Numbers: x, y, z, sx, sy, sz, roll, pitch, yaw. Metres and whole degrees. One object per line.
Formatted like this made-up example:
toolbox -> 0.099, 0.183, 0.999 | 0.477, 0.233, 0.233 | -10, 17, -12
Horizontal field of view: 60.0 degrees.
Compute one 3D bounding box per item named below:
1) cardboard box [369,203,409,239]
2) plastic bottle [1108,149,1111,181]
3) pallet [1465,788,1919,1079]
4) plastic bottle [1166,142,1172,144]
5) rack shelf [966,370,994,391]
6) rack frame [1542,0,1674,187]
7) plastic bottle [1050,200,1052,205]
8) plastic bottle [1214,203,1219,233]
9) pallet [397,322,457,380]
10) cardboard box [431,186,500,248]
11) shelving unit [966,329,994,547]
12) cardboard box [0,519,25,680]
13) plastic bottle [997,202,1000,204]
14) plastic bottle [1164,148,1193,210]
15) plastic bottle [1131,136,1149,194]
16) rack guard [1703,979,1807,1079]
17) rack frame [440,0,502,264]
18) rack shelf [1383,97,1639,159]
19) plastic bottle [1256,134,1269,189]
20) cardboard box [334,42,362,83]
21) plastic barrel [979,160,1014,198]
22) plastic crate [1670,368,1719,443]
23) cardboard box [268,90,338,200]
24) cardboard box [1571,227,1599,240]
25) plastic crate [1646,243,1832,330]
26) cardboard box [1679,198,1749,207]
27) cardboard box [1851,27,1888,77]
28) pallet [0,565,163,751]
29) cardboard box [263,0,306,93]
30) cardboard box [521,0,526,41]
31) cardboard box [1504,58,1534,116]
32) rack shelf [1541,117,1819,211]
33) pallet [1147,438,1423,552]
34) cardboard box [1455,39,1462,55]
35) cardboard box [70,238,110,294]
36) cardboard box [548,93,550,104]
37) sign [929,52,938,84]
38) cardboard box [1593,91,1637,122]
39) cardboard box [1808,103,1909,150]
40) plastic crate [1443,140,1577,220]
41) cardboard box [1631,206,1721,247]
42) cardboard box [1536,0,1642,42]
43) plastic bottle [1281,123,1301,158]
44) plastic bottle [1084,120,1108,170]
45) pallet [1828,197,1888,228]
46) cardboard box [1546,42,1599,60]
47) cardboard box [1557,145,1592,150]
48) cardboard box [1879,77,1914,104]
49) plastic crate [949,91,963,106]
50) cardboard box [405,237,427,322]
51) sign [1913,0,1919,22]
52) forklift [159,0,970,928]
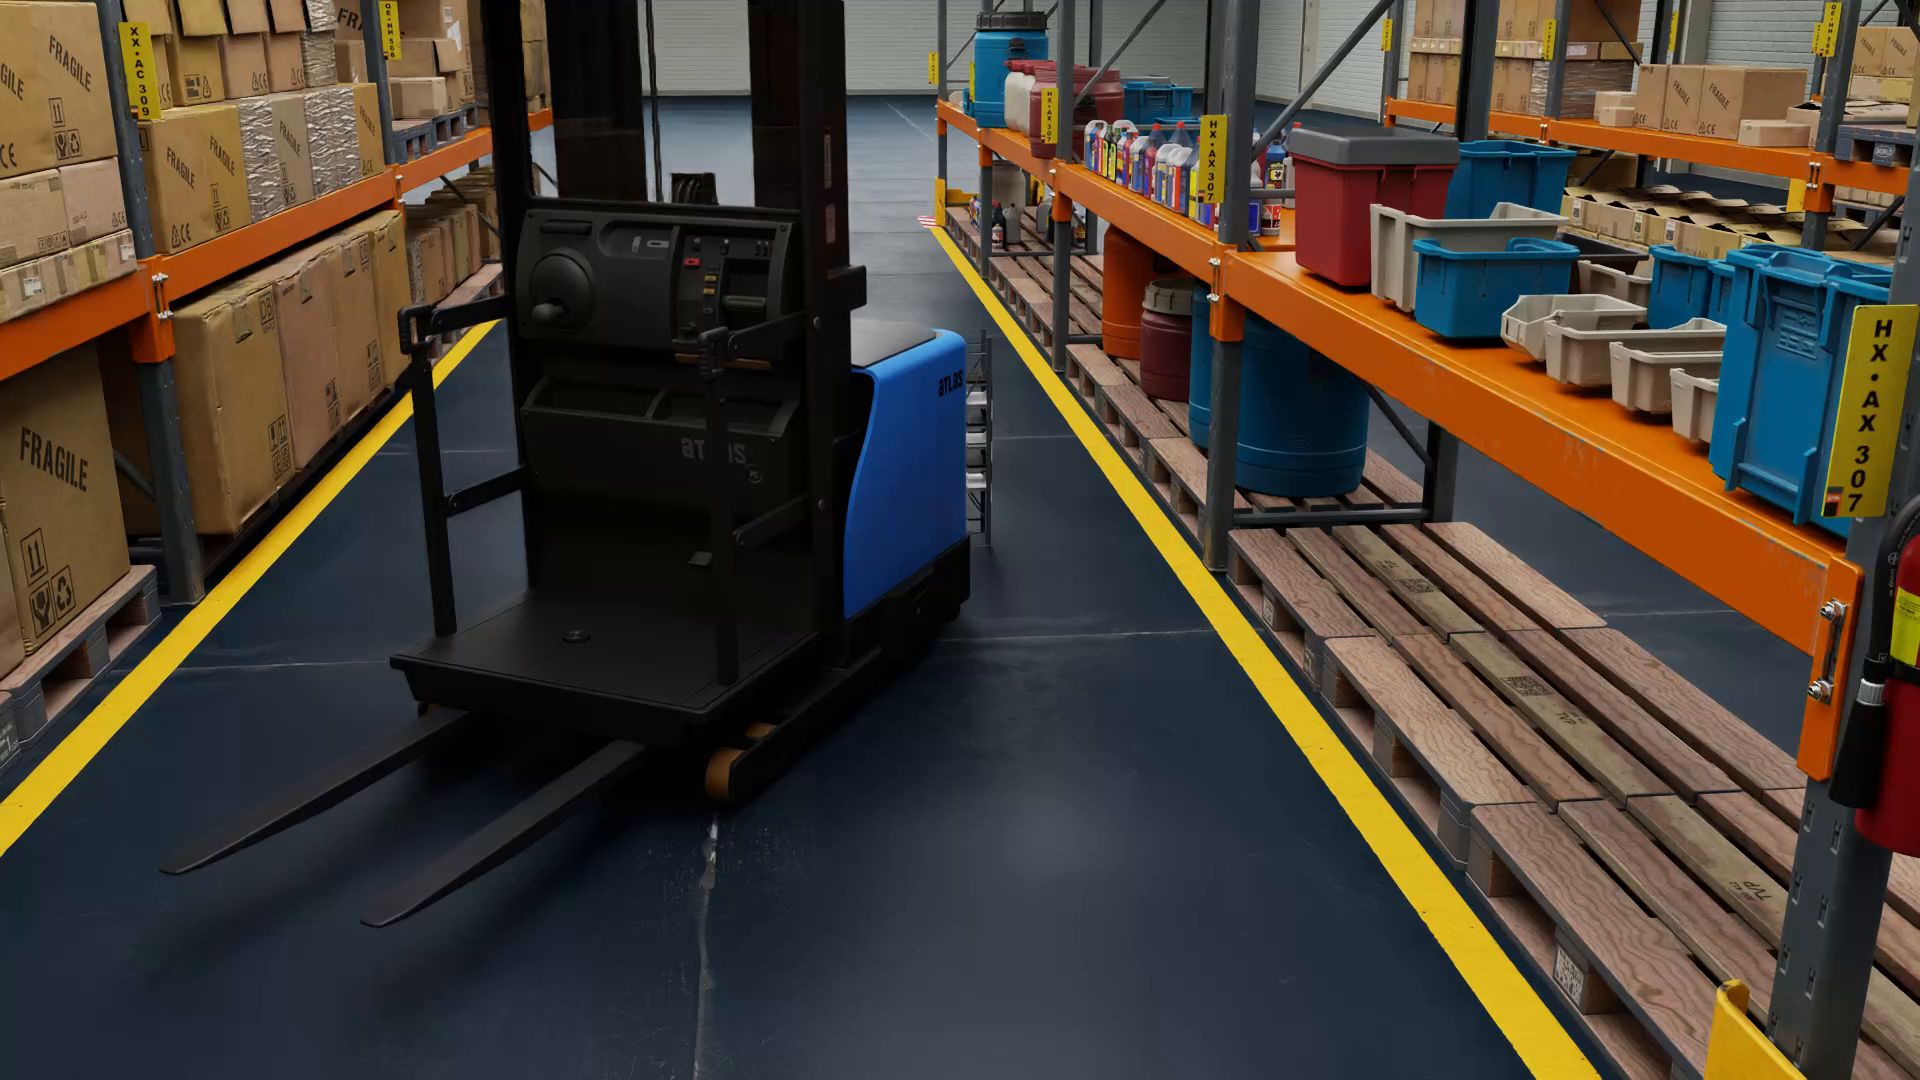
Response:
cardboard box -> -3.999, -2.097, 11.036 | 0.500, 0.250, 0.500 | 0, 17, 1
plastic bottle -> 0.860, -2.072, 9.101 | 0.097, 0.201, 0.097 | 0, 17, 0
pallet -> 1.870, 0.948, 3.804 | 1.003, 0.211, 1.213 | -2, 18, -6
plastic bottle -> 1.022, -1.817, 8.170 | 0.097, 0.271, 0.097 | 0, 17, 0
rack shelf -> 0.001, -0.653, 6.964 | 0.258, 0.077, 0.200 | -2, 18, -6
rack frame -> 5.606, -3.862, 14.472 | 1.000, 3.000, 0.127 | -2, 18, -6
plastic bottle -> 0.926, -3.148, 15.885 | 0.144, 0.351, 0.185 | -1, 17, -3
plastic bottle -> 1.102, -1.373, 6.875 | 0.097, 0.201, 0.097 | 0, 17, 0
pallet -> -3.915, -1.268, 10.864 | 1.003, 0.211, 1.213 | -2, 18, -6
cardboard box -> -4.316, -2.856, 14.738 | 0.500, 0.500, 0.500 | 4, 18, 12
shelving unit -> 0.001, -0.427, 7.035 | 0.258, 0.900, 0.210 | -2, 18, -6
cardboard box -> -3.342, 0.107, 4.675 | 0.875, 0.875, 0.875 | -2, 18, -6
plastic bottle -> 0.365, -3.013, 15.566 | 0.061, 0.283, 0.133 | -2, 18, -6
plastic bottle -> 1.038, -1.674, 7.710 | 0.152, 0.276, 0.135 | -2, 18, -6
plastic bottle -> 0.957, -1.907, 8.452 | 0.152, 0.276, 0.135 | -2, 18, -6
rack guard -> 1.932, 1.064, 2.953 | 1.175, 0.500, 0.348 | -2, 18, -6
rack frame -> -4.248, -3.557, 13.500 | 1.000, 3.000, 0.127 | -2, 18, -6
rack shelf -> 5.400, -4.115, 16.477 | 1.077, 0.370, 4.000 | -2, 18, -6
plastic bottle -> 1.551, -1.956, 8.593 | 0.061, 0.283, 0.133 | -2, 18, -6
cardboard box -> -3.931, -2.773, 10.135 | 0.500, 0.500, 0.500 | -4, 18, -12
plastic barrel -> 0.410, -3.722, 17.476 | 0.421, 0.512, 0.421 | 0, 17, 0
plastic crate -> 1.652, -0.275, 3.386 | 0.396, 0.136, 0.243 | -2, 18, -6
cardboard box -> -3.436, -1.971, 8.279 | 0.500, 0.500, 0.500 | -2, 18, -7
cardboard box -> 5.452, -2.471, 13.928 | 0.500, 0.250, 0.500 | -1, 17, -4
plastic crate -> 2.051, -0.649, 4.417 | 0.416, 0.233, 0.300 | -2, 18, -6
cardboard box -> 6.042, -2.603, 13.414 | 0.500, 0.311, 0.500 | -2, 18, -6
cardboard box -> 9.912, -5.205, 17.713 | 0.500, 0.500, 0.500 | -2, 18, -5
pallet -> -3.422, 0.386, 5.597 | 1.003, 0.211, 1.213 | -2, 18, -6
cardboard box -> -3.712, -2.479, 8.225 | 0.797, 0.503, 0.637 | -1, 17, -4
cardboard box -> -4.146, -4.664, 14.692 | 0.500, 0.500, 0.500 | -2, 18, -6
cardboard box -> 5.493, -4.199, 15.377 | 0.700, 0.500, 0.500 | -2, 18, -6
rack shelf -> 5.812, -2.923, 12.681 | 1.077, 0.370, 4.000 | -2, 18, -6
pallet -> 1.466, -0.228, 7.550 | 1.003, 0.211, 1.213 | -2, 18, -6
cardboard box -> 5.154, -4.904, 16.540 | 0.380, 0.149, 0.250 | -2, 18, -6
cardboard box -> -3.039, -0.896, 5.444 | 0.380, 0.149, 0.250 | -1, 17, -5
cardboard box -> -4.426, -4.551, 17.084 | 0.380, 0.149, 0.250 | -2, 18, -6
sign -> -0.282, -5.018, 17.692 | 0.100, 0.325, 0.005 | -2, 18, -6
cardboard box -> 5.700, -3.645, 14.031 | 0.500, 0.250, 0.500 | -1, 17, -2
cardboard box -> 6.024, -2.738, 11.038 | 0.500, 0.311, 0.500 | -1, 17, -2
plastic crate -> 1.891, -1.219, 5.980 | 0.392, 0.384, 0.575 | -2, 18, -6
cardboard box -> 5.561, -2.430, 12.861 | 0.500, 0.311, 0.500 | -1, 17, -4
cardboard box -> 5.554, -4.661, 14.683 | 0.700, 0.500, 0.500 | -2, 18, -5
plastic bottle -> 1.683, -1.904, 8.315 | 0.144, 0.351, 0.185 | -2, 18, -6
plastic bottle -> 0.814, -2.321, 9.768 | 0.152, 0.276, 0.135 | -2, 18, -6
pallet -> 10.177, -3.612, 18.330 | 1.003, 0.211, 1.213 | -2, 18, -6
cardboard box -> 5.365, -4.294, 14.596 | 0.380, 0.149, 0.250 | -2, 18, -6
cardboard box -> 5.766, -3.554, 16.128 | 0.500, 0.500, 0.500 | -2, 18, -6
cardboard box -> 9.969, -4.685, 17.308 | 0.500, 0.250, 0.500 | -2, 18, -7
plastic crate -> 0.038, -4.500, 16.942 | 0.298, 0.136, 0.250 | -2, 18, -6
cardboard box -> -3.994, -1.747, 11.172 | 0.700, 0.500, 0.500 | -3, 18, -10
sign -> 10.674, -5.923, 18.573 | 0.100, 0.325, 0.005 | -2, 18, -6
forklift -> -1.005, -0.783, 4.777 | 1.130, 2.935, 3.031 | 7, 19, 22
